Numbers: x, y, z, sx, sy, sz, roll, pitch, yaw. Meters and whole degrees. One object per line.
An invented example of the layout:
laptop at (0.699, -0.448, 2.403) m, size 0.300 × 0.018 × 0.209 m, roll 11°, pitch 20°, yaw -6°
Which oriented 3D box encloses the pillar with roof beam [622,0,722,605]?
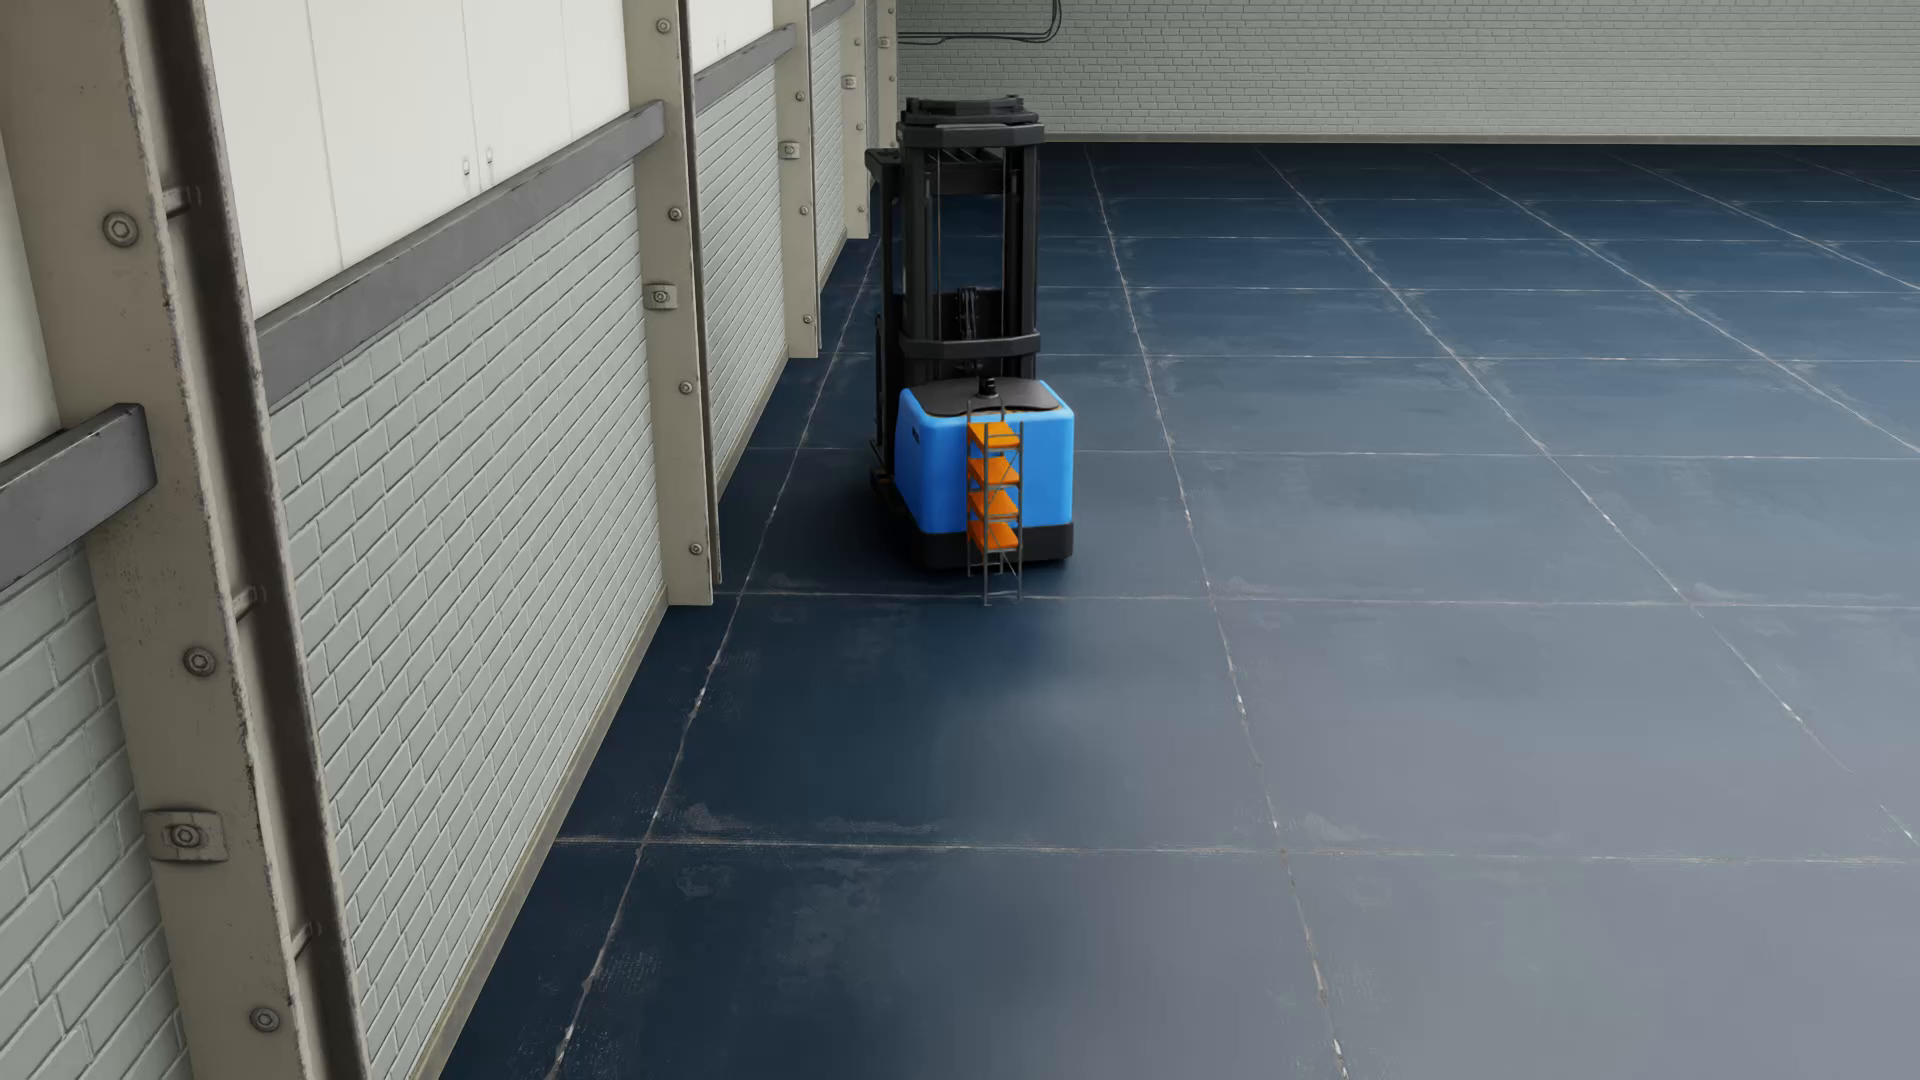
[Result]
pillar with roof beam at (2.591, -3.810, 8.907) m, size 9.100 × 9.000 × 0.400 m, roll 1°, pitch 21°, yaw 2°

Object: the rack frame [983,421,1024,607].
rack frame at (0.266, -0.151, 10.259) m, size 0.240 × 1.200 × 0.015 m, roll -4°, pitch 22°, yaw -11°

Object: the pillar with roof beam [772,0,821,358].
pillar with roof beam at (2.774, -5.979, 14.499) m, size 9.100 × 9.000 × 0.400 m, roll 1°, pitch 21°, yaw 2°

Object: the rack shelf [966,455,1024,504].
rack shelf at (0.215, -0.383, 10.425) m, size 0.258 × 0.148 × 0.480 m, roll -4°, pitch 22°, yaw -11°

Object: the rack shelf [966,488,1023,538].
rack shelf at (0.215, -0.174, 10.506) m, size 0.258 × 0.148 × 0.480 m, roll -4°, pitch 22°, yaw -11°

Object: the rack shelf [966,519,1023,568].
rack shelf at (0.215, 0.011, 10.578) m, size 0.258 × 0.148 × 0.480 m, roll -4°, pitch 22°, yaw -11°

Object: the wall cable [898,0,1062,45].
wall cable at (0.247, -9.968, 29.072) m, size 3.097 × 2.526 × 0.112 m, roll 1°, pitch 21°, yaw 2°

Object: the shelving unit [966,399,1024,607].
shelving unit at (0.215, -0.237, 10.481) m, size 0.258 × 1.200 × 0.503 m, roll -4°, pitch 22°, yaw -11°

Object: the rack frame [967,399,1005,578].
rack frame at (0.164, -0.323, 10.704) m, size 0.240 × 1.200 × 0.015 m, roll -4°, pitch 22°, yaw -11°

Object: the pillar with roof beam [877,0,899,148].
pillar with roof beam at (3.139, -10.318, 25.681) m, size 9.100 × 9.000 × 0.400 m, roll 1°, pitch 21°, yaw 2°

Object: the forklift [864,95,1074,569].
forklift at (-0.055, -1.680, 11.806) m, size 1.130 × 2.935 × 3.031 m, roll -4°, pitch 22°, yaw -11°

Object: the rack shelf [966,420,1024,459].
rack shelf at (0.215, -0.603, 10.339) m, size 0.258 × 0.148 × 0.480 m, roll -4°, pitch 22°, yaw -11°

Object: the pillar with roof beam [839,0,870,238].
pillar with roof beam at (2.956, -8.148, 20.090) m, size 9.100 × 9.000 × 0.400 m, roll 1°, pitch 21°, yaw 2°
